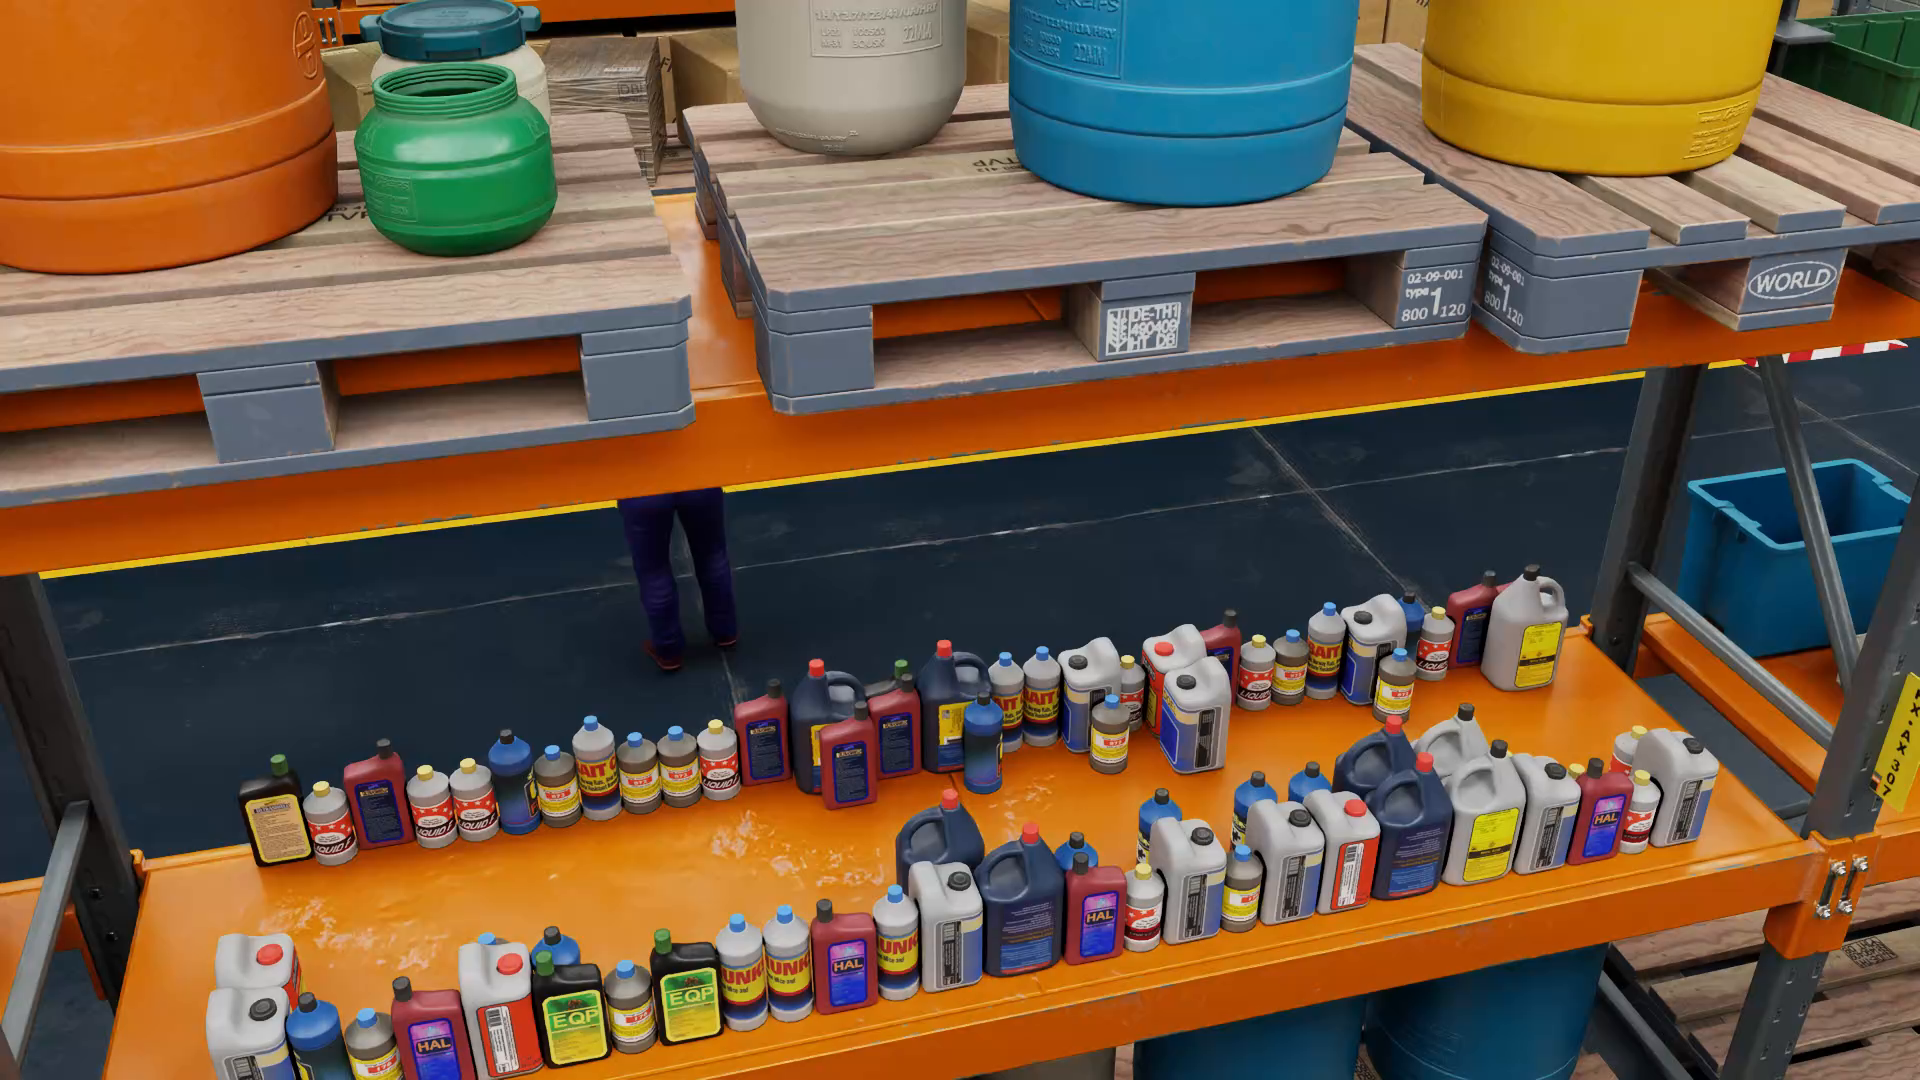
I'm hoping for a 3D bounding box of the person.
[{"bbox_3d":[-1.153,-0.246,6.560,0.532,1.651,0.474,-14,33,-22],"label":"person"}]
